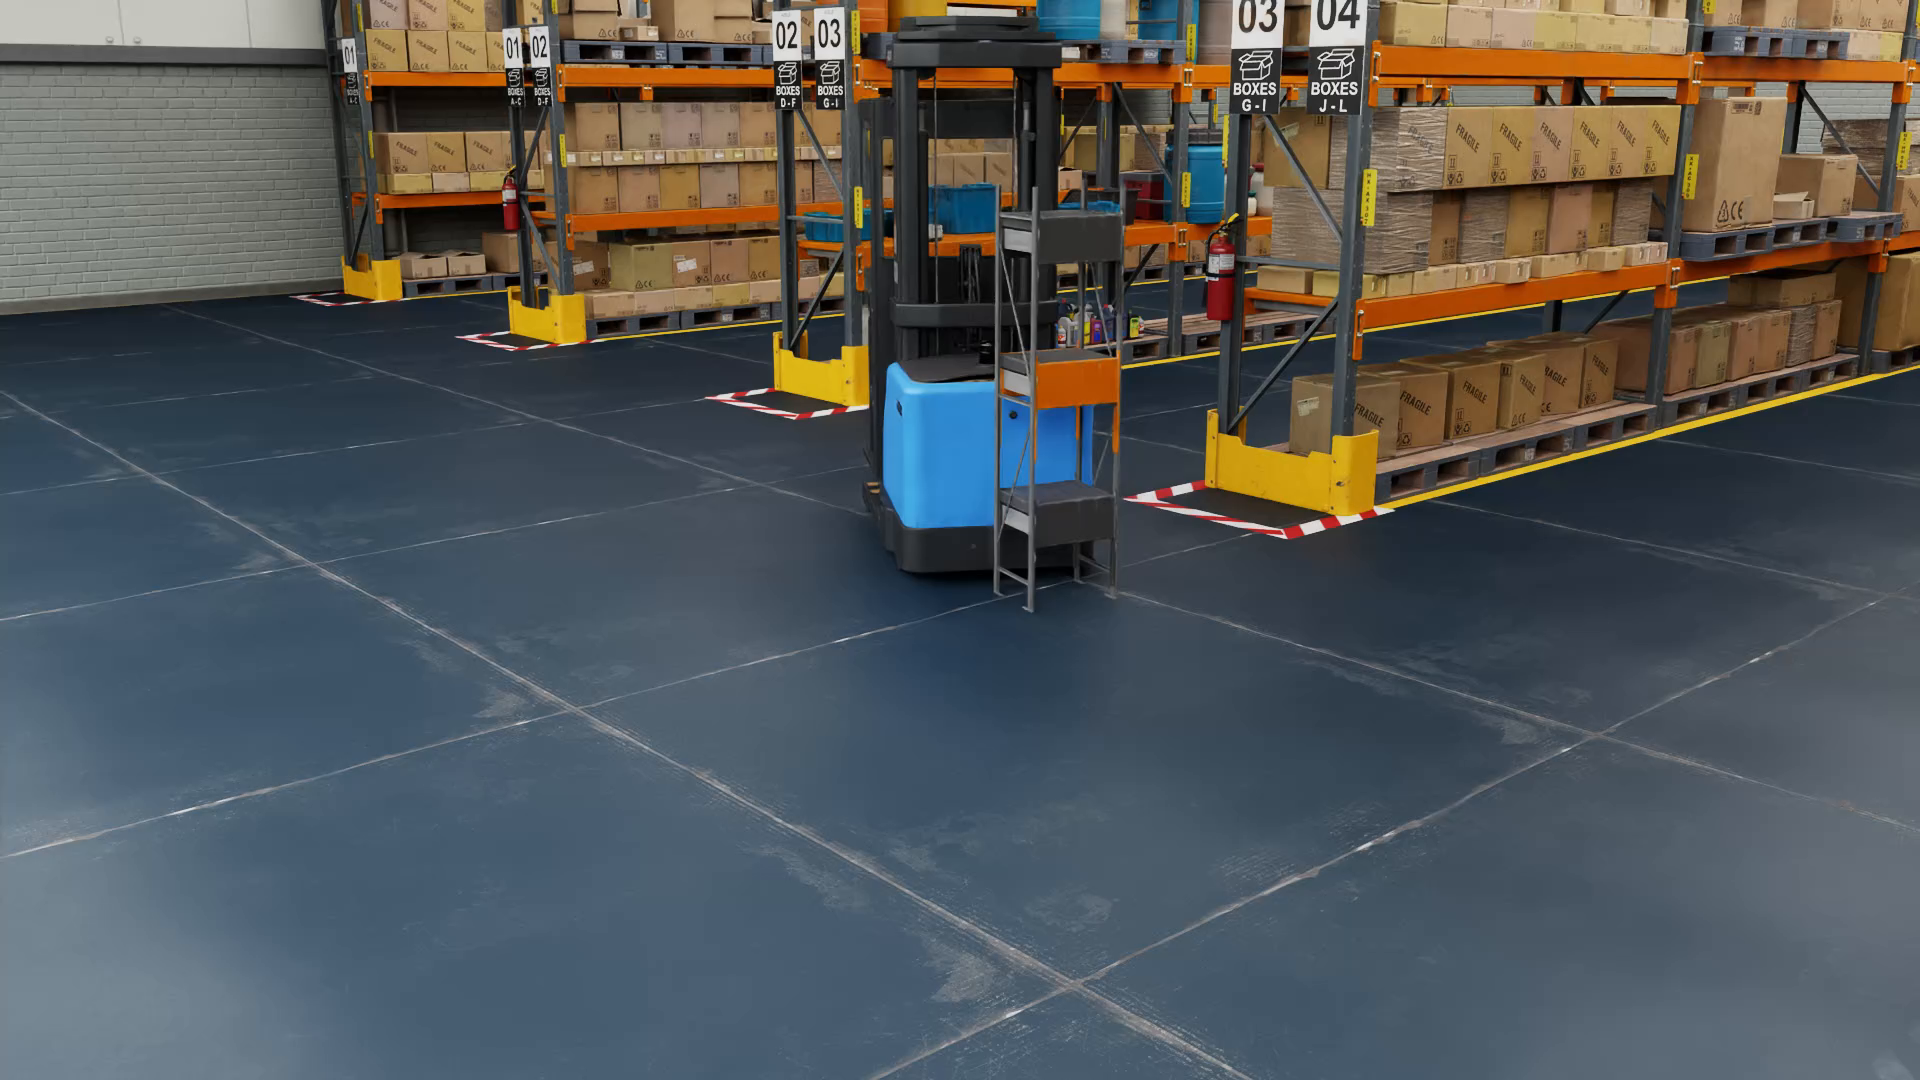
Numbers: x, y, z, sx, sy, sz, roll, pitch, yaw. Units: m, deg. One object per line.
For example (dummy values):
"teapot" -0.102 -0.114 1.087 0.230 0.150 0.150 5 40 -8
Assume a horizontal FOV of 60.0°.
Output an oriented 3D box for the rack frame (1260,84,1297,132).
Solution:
"rack frame" 4.618 -5.681 25.207 0.127 3.000 1.000 -13 19 -39

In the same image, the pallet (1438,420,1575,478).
"pallet" 3.679 -0.721 12.041 1.213 0.211 1.003 -13 19 -39

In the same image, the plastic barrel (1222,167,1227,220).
"plastic barrel" 2.698 -3.546 16.950 0.433 0.535 0.433 0 15 0

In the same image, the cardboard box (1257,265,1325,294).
"cardboard box" 2.145 -1.686 10.737 0.250 0.149 0.380 -13 19 -39

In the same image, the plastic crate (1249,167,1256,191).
"plastic crate" 3.430 -3.855 18.247 0.583 0.464 0.402 -13 19 -39

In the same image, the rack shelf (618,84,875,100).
"rack shelf" -3.162 -6.730 24.715 4.000 0.370 1.077 -13 19 -39

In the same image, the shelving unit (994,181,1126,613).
"shelving unit" 0.491 -0.720 8.375 0.503 2.100 0.431 -7 17 -26

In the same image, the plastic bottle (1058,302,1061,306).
"plastic bottle" 0.951 -2.238 16.596 0.185 0.351 0.144 -12 19 -38

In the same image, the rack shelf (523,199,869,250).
"rack shelf" -2.925 -3.640 18.957 4.000 0.370 1.077 -13 19 -39

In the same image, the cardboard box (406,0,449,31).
"cardboard box" -6.827 -6.695 21.021 0.500 0.500 0.500 -13 20 -40

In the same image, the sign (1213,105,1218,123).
"sign" 4.727 -7.888 30.767 0.005 0.325 0.100 -13 19 -39

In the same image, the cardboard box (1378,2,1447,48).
"cardboard box" 2.599 -3.127 10.123 0.500 0.250 0.500 -12 19 -38

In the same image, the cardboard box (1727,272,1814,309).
"cardboard box" 7.222 -2.230 14.826 0.500 0.250 0.500 -10 18 -33

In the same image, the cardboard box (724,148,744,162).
"cardboard box" -2.638 -4.340 18.733 0.250 0.149 0.380 -12 19 -38

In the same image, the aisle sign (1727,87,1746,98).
"aisle sign" 11.131 -6.605 23.628 0.004 0.787 0.394 -13 19 -39

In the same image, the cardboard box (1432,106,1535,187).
"cardboard box" 3.418 -2.603 10.974 0.500 0.500 0.500 -13 19 -39

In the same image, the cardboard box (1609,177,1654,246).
"cardboard box" 4.703 -2.525 12.619 0.500 0.500 0.875 -13 19 -39

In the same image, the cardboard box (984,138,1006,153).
"cardboard box" 0.418 -6.548 27.641 0.500 0.500 0.500 -13 19 -39

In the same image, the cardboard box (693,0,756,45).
"cardboard box" -2.742 -5.841 18.708 0.637 0.503 0.797 -10 18 -33

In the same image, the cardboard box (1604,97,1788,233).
"cardboard box" 5.775 -2.997 13.181 1.000 1.000 1.000 -12 19 -39

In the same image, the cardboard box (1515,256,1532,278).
"cardboard box" 3.734 -1.903 11.549 0.250 0.149 0.380 -13 19 -39

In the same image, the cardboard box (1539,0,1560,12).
"cardboard box" 3.776 -3.602 11.128 0.250 0.149 0.380 -14 20 -41

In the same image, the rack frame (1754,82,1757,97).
"rack frame" 10.885 -5.394 24.131 0.127 3.000 1.000 -13 19 -39

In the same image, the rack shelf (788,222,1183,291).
"rack shelf" 0.323 -2.675 15.345 4.000 0.370 1.077 -13 19 -39

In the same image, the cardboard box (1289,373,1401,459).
"cardboard box" 2.548 -0.817 11.026 0.500 0.500 0.500 -9 17 -29

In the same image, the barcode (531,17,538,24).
"barcode" -4.523 -5.523 17.677 0.075 0.075 0.001 -13 19 -39

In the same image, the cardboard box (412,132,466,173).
"cardboard box" -6.752 -5.016 21.514 0.500 0.500 0.500 -13 19 -39

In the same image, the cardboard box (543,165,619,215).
"cardboard box" -4.074 -3.773 17.870 0.500 0.500 0.700 -13 19 -39

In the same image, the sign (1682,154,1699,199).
"sign" 5.445 -2.711 12.408 0.005 0.325 0.100 -13 19 -39

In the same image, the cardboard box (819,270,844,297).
"cardboard box" -1.623 -3.079 19.980 0.500 0.250 0.500 -13 19 -39

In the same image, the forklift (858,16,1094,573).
"forklift" -0.014 -1.576 9.971 1.130 2.935 3.031 -2 15 -9

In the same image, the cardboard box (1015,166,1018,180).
"cardboard box" 0.799 -4.847 22.255 0.500 0.311 0.500 -13 20 -40

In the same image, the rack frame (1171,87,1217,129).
"rack frame" 4.381 -7.323 31.351 0.127 3.000 1.000 -13 19 -39

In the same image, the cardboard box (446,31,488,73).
"cardboard box" -6.455 -6.300 21.478 0.500 0.500 0.500 -12 19 -37

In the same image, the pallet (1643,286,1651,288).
"pallet" 9.317 -3.709 23.226 1.213 0.211 1.003 -13 19 -39

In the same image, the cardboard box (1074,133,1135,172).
"cardboard box" 2.002 -5.383 23.084 0.700 0.500 0.500 8 17 28

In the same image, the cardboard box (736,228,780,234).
"cardboard box" -2.344 -3.459 19.948 0.500 0.500 0.500 -13 19 -39

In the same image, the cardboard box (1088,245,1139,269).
"cardboard box" 2.132 -4.030 23.016 0.500 0.500 0.500 -12 19 -37

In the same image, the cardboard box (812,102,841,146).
"cardboard box" -1.747 -4.925 19.667 0.500 0.500 0.700 -13 19 -39

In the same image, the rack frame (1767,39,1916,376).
"rack frame" 8.101 -3.074 15.447 0.127 3.000 1.000 -13 19 -39

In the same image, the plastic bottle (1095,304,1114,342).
"plastic bottle" 1.391 -2.096 16.065 0.185 0.351 0.144 -14 20 -42

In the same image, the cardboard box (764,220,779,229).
"cardboard box" -2.984 -4.686 25.471 0.500 0.500 0.700 -13 20 -40

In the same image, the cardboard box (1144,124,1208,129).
"cardboard box" 4.003 -7.379 30.982 0.700 0.700 0.980 -12 19 -37

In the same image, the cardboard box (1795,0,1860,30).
"cardboard box" 7.142 -4.514 13.862 0.500 0.500 0.500 -12 19 -38

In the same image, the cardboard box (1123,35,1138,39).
"cardboard box" 1.908 -6.582 22.571 0.500 0.500 0.910 -13 19 -39

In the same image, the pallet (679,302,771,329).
"pallet" -2.965 -2.645 19.241 1.213 0.211 1.003 -13 19 -39

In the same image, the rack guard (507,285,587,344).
"rack guard" -4.452 -2.437 17.904 0.348 0.500 1.175 -13 19 -39

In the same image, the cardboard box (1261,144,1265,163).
"cardboard box" 4.827 -5.864 25.698 0.500 0.500 0.500 -12 19 -38

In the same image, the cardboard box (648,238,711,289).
"cardboard box" -3.139 -3.105 18.623 0.500 0.500 0.500 -13 19 -39

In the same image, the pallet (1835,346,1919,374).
"pallet" 8.745 -1.846 16.252 1.213 0.211 1.003 -13 19 -39

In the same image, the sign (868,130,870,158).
"sign" -1.051 -4.675 19.608 0.005 0.325 0.100 -13 19 -39

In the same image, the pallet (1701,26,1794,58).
"pallet" 5.619 -3.839 12.862 1.003 0.211 1.213 -13 19 -39
